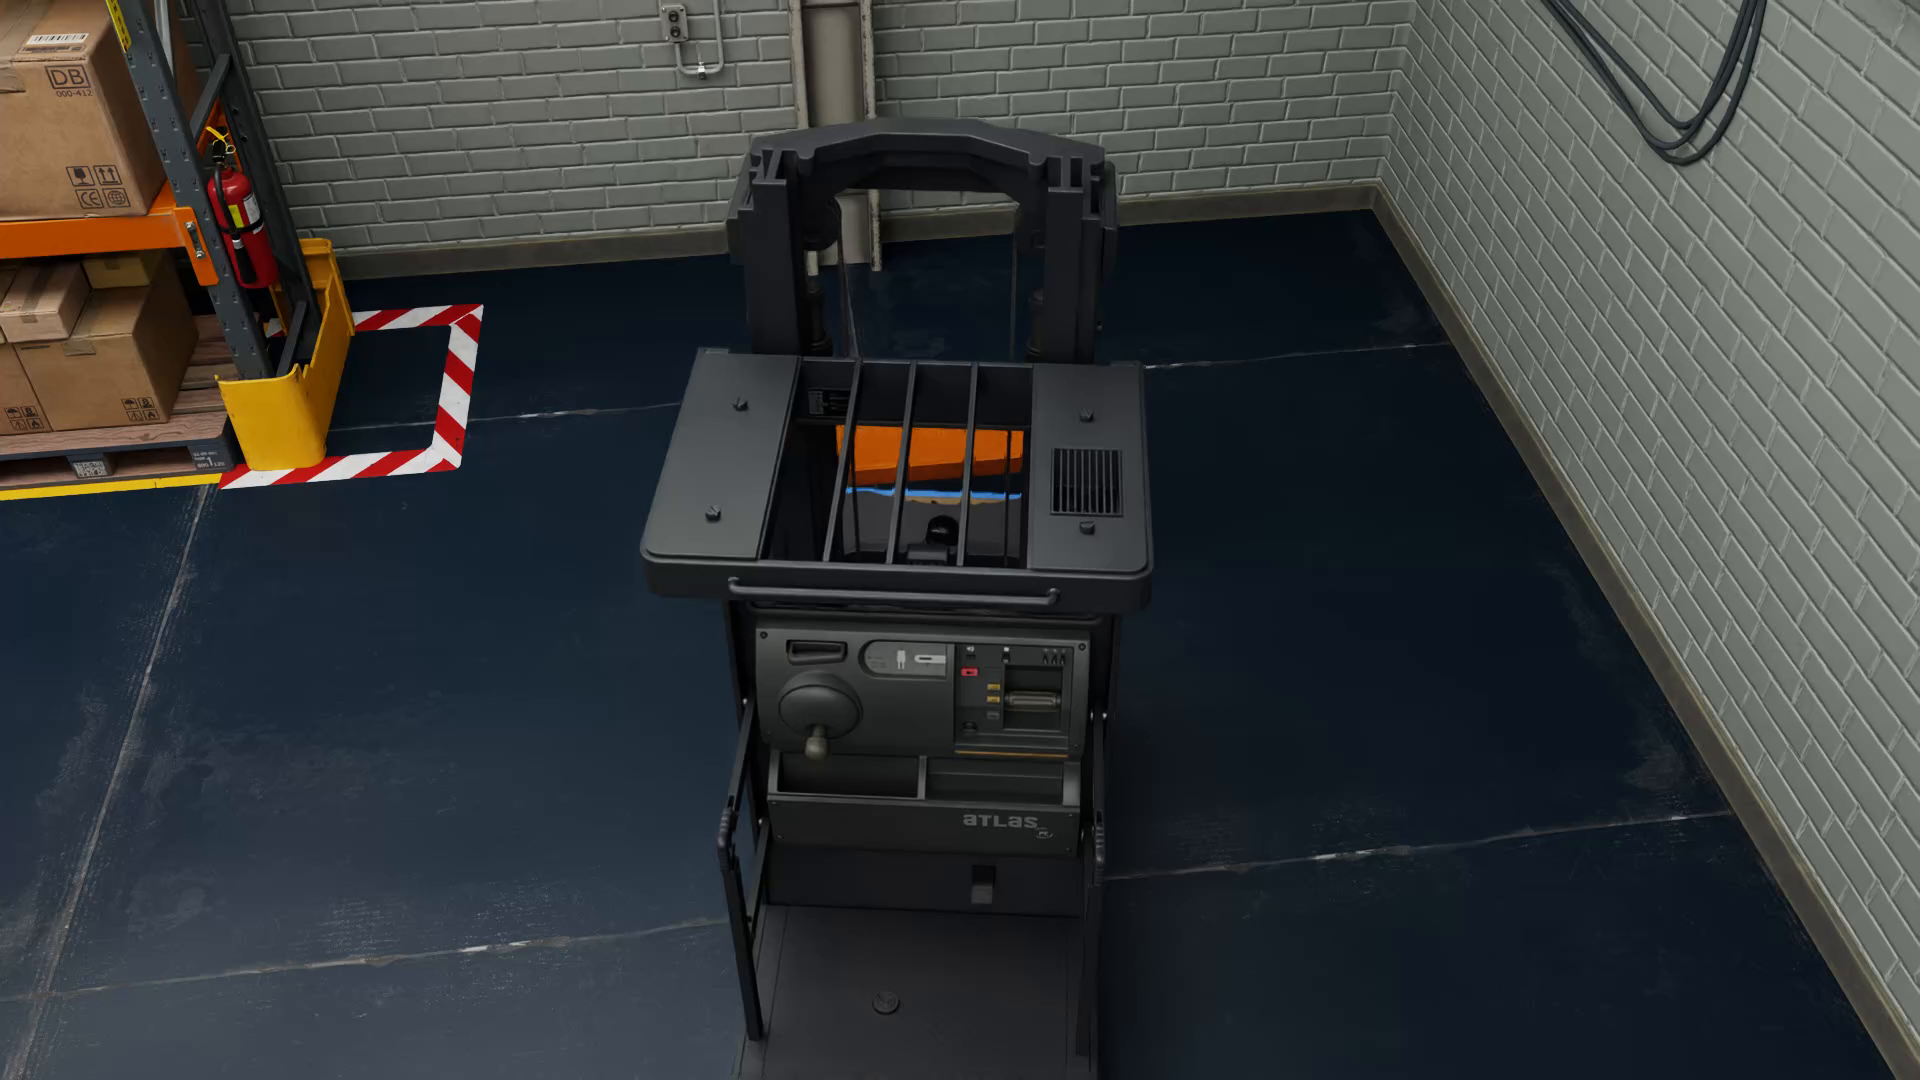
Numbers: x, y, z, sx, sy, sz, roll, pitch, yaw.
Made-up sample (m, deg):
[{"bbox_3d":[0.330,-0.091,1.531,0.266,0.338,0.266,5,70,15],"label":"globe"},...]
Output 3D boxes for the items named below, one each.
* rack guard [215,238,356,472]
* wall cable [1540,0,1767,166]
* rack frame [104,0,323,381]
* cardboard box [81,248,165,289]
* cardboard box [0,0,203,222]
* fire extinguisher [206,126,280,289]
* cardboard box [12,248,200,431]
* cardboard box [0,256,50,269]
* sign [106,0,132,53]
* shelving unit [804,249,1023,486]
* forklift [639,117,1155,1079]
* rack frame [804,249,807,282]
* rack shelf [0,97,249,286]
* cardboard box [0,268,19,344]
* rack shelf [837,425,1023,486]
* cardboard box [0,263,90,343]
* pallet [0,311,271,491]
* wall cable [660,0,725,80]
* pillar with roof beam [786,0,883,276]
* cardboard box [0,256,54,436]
[{"bbox_3d":[-3.169,-0.897,7.871,0.348,0.500,1.175,-5,42,-6],"label":"rack guard"},{"bbox_3d":[2.462,-3.151,6.343,0.112,2.526,3.097,-5,42,-6],"label":"wall cable"},{"bbox_3d":[-3.193,-1.823,7.031,0.127,3.000,1.000,-5,42,-6],"label":"rack frame"},{"bbox_3d":[-3.776,-1.308,7.529,0.250,0.149,0.380,-5,42,-5],"label":"cardboard box"},{"bbox_3d":[-3.697,-1.883,6.874,0.700,0.700,0.980,-3,42,-4],"label":"cardboard box"},{"bbox_3d":[-2.983,-1.362,6.857,0.183,0.674,0.296,-5,42,-6],"label":"fire extinguisher"},{"bbox_3d":[-3.874,-0.923,7.587,0.500,0.500,0.700,-5,42,-6],"label":"cardboard box"},{"bbox_3d":[-4.278,-1.263,7.479,0.250,0.149,0.380,-5,42,-5],"label":"cardboard box"},{"bbox_3d":[-3.136,-1.979,6.163,0.005,0.325,0.100,-5,42,-6],"label":"sign"},{"bbox_3d":[-0.076,-0.550,6.740,1.083,1.500,0.587,-5,42,-6],"label":"shelving unit"},{"bbox_3d":[-0.114,0.515,4.490,1.130,2.935,3.031,2,42,2],"label":"forklift"},{"bbox_3d":[-0.589,-0.505,6.691,0.032,1.500,0.500,-5,42,-6],"label":"rack frame"},{"bbox_3d":[-5.176,-1.382,7.080,4.000,0.370,1.077,-5,42,-6],"label":"rack shelf"},{"bbox_3d":[-4.231,-1.009,7.198,0.250,0.149,0.380,-4,42,-4],"label":"cardboard box"},{"bbox_3d":[-0.085,-0.416,6.860,1.000,0.185,0.538,-5,42,-6],"label":"rack shelf"},{"bbox_3d":[-3.978,-1.032,7.223,0.250,0.149,0.380,-5,42,-6],"label":"cardboard box"},{"bbox_3d":[-3.976,-0.666,7.831,1.213,0.211,1.003,-5,42,-6],"label":"pallet"},{"bbox_3d":[-2.046,-2.939,7.511,1.851,1.984,0.084,-5,42,-6],"label":"wall cable"},{"bbox_3d":[-0.070,-2.000,2.749,0.400,9.000,9.100,-5,42,-6],"label":"pillar with roof beam"},{"bbox_3d":[-4.370,-0.880,7.538,0.500,0.500,0.700,-5,42,-6],"label":"cardboard box"}]
